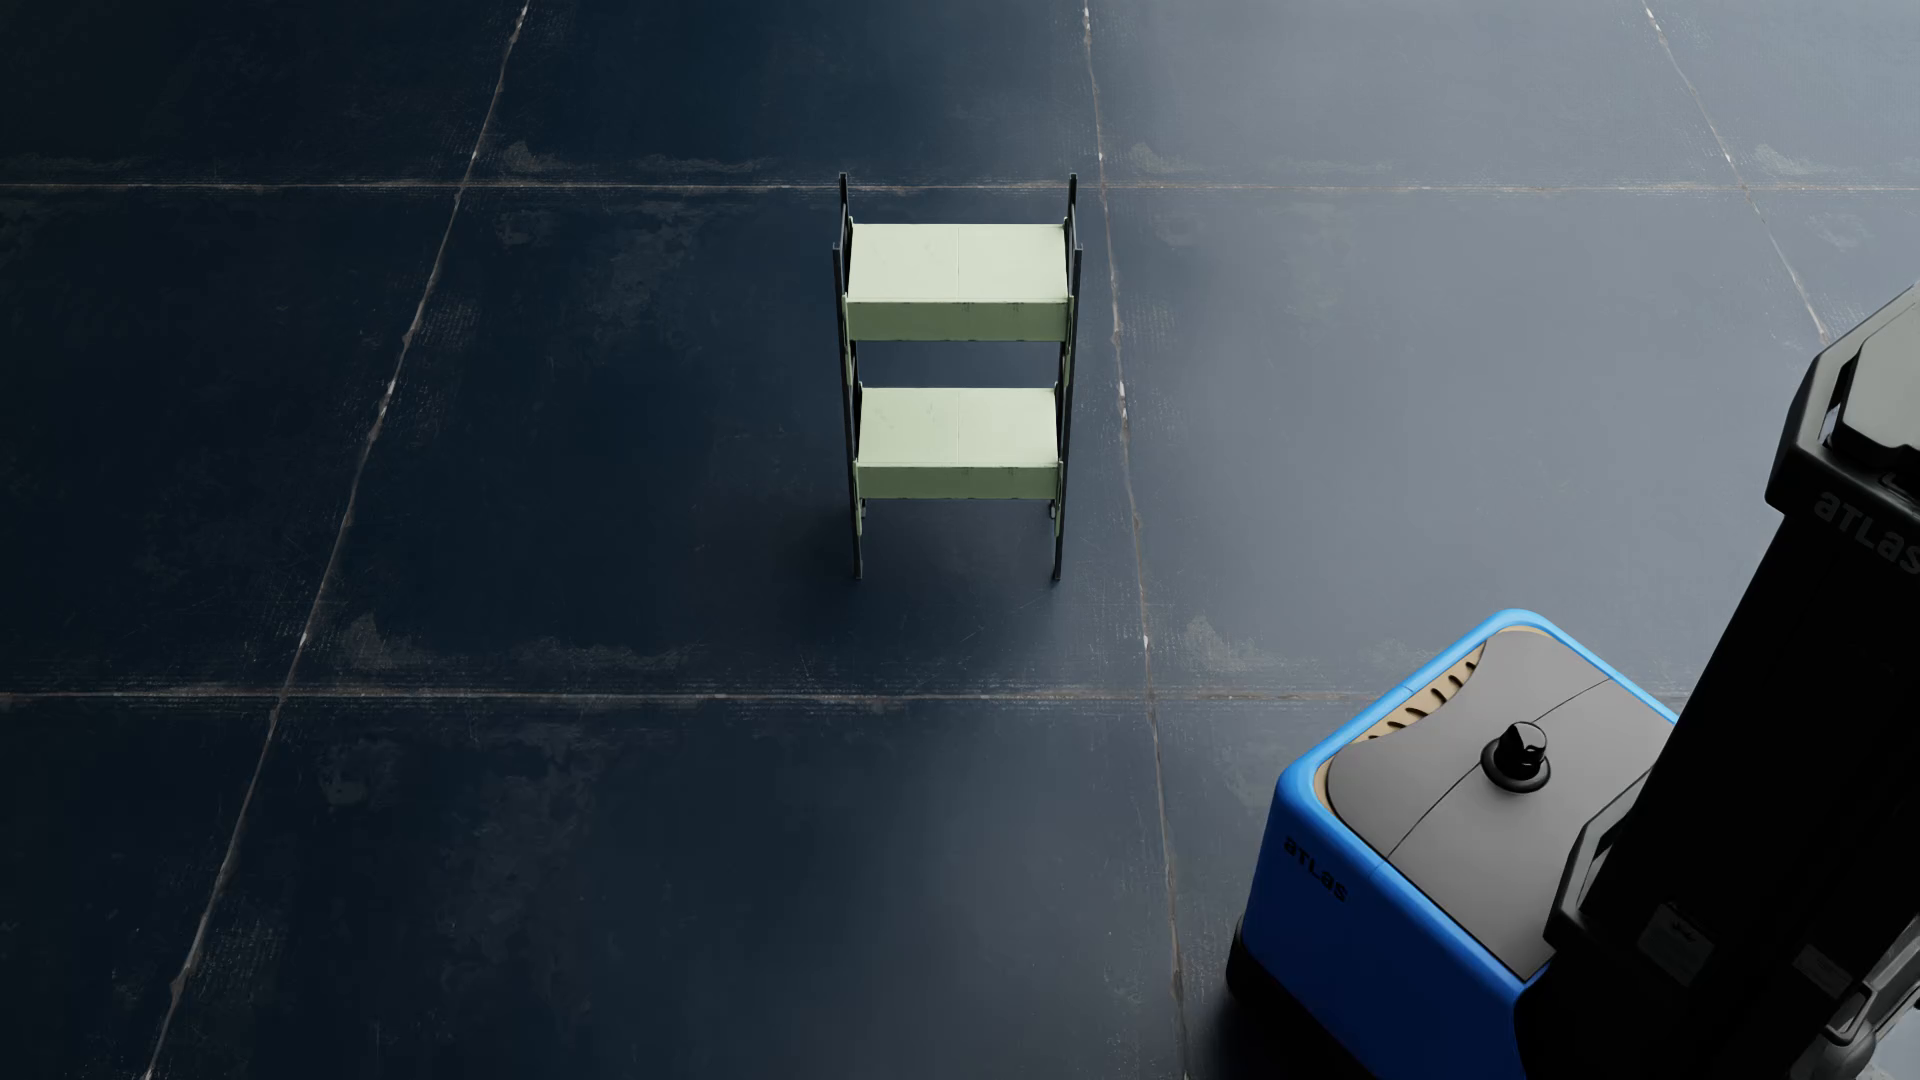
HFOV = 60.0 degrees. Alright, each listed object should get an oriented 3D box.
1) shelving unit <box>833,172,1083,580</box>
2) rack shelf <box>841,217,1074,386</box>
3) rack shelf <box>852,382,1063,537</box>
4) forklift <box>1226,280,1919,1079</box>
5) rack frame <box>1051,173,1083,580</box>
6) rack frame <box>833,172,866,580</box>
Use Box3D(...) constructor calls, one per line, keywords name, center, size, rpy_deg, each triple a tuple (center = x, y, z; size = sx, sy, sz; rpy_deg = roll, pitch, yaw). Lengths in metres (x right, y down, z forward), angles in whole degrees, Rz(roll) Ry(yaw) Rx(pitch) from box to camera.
Box3D(name="shelving unit", center=(-0.007, -0.511, 5.701), size=(0.755, 1.500, 0.431), rpy_deg=(0, 47, 0))
Box3D(name="rack shelf", center=(-0.007, -0.777, 5.415), size=(0.720, 0.370, 0.431), rpy_deg=(0, 47, 0))
Box3D(name="rack shelf", center=(-0.007, -0.289, 5.940), size=(0.720, 0.370, 0.431), rpy_deg=(0, 47, 0))
Box3D(name="forklift", center=(2.104, 0.962, 3.353), size=(1.130, 2.935, 3.031), rpy_deg=(-30, 54, -25))
Box3D(name="rack frame", center=(0.359, -0.510, 5.700), size=(0.023, 1.500, 0.400), rpy_deg=(0, 47, 0))
Box3D(name="rack frame", center=(-0.373, -0.512, 5.702), size=(0.023, 1.500, 0.400), rpy_deg=(0, 47, 0))
